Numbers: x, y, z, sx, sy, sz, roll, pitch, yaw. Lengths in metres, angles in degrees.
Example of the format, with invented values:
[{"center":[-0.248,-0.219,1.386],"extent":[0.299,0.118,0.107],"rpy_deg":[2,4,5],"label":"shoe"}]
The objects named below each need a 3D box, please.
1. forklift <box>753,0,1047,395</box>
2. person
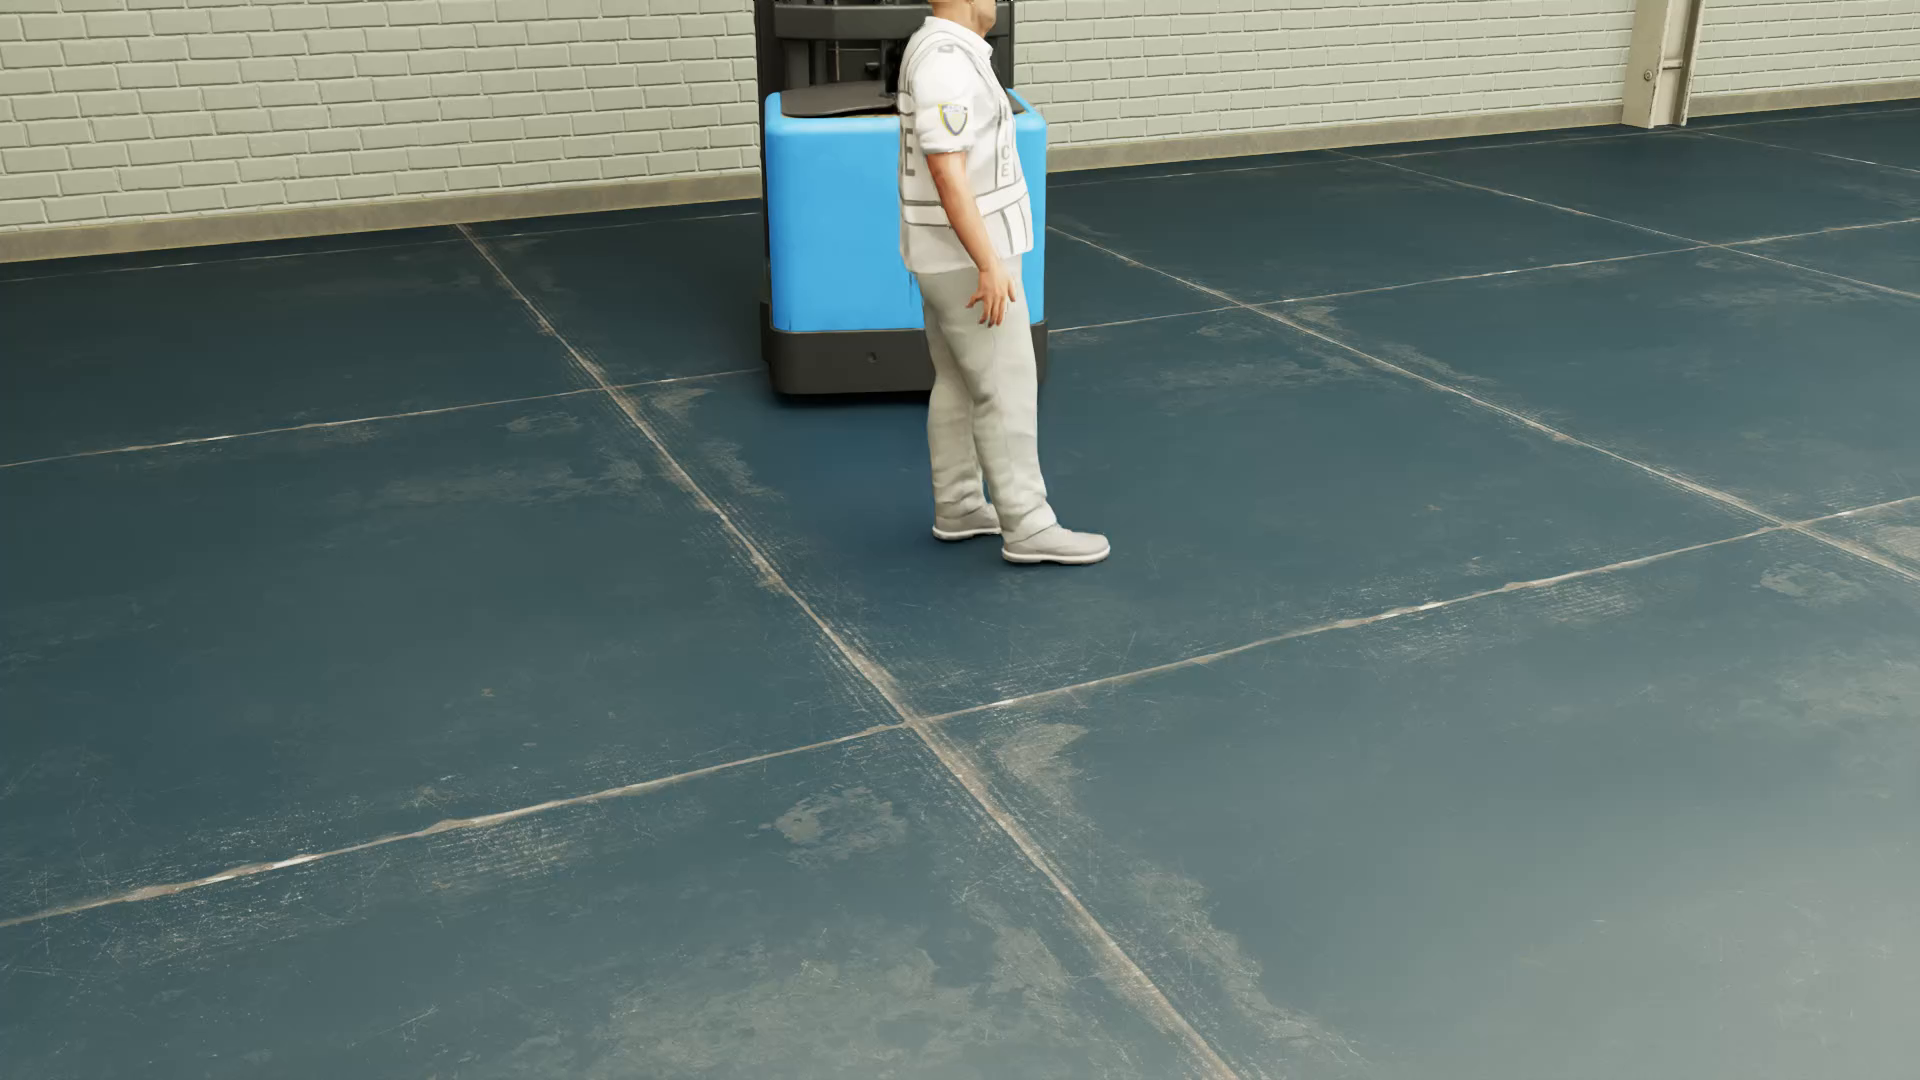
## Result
[{"center":[-0.342,-2.426,7.126],"extent":[1.130,2.935,3.031],"rpy_deg":[-2,23,-6],"label":"forklift"},{"center":[0.125,-0.831,4.786],"extent":[0.607,1.775,0.648],"rpy_deg":[-3,23,-7],"label":"person"}]
